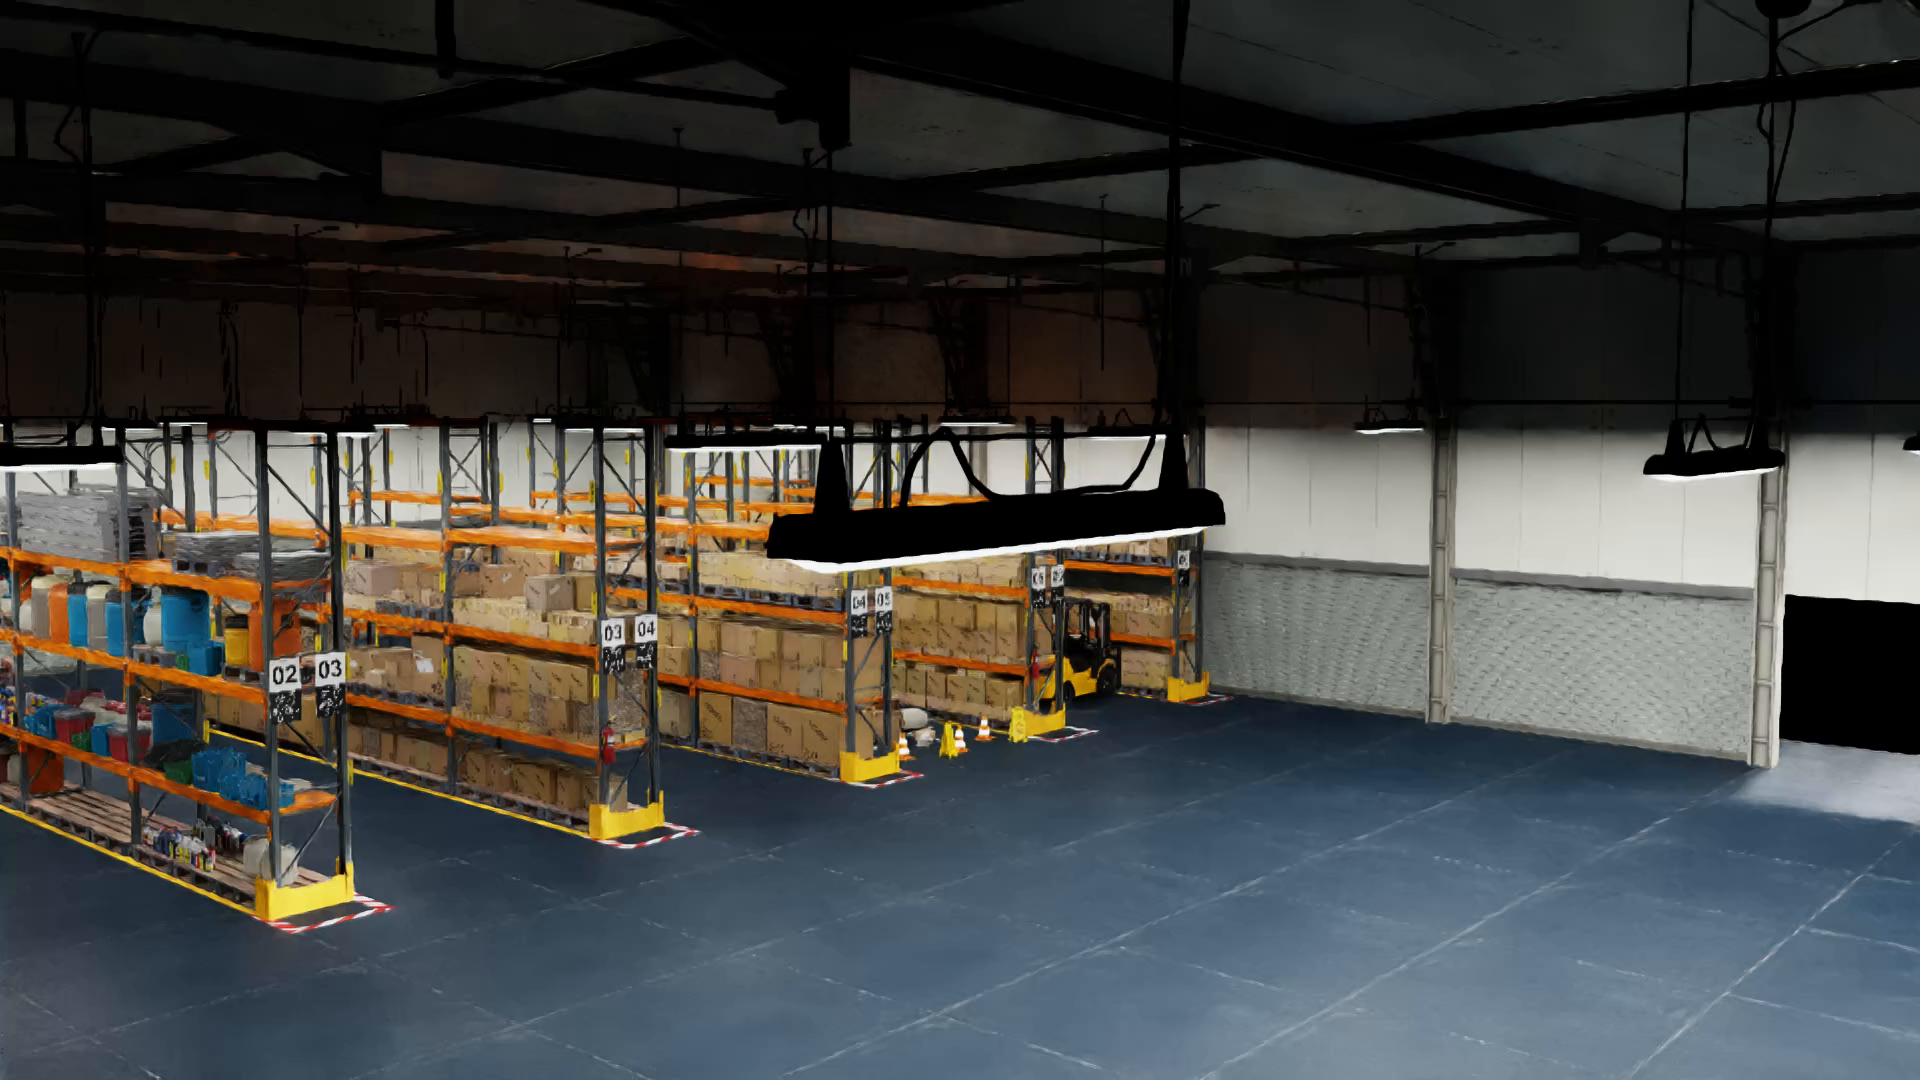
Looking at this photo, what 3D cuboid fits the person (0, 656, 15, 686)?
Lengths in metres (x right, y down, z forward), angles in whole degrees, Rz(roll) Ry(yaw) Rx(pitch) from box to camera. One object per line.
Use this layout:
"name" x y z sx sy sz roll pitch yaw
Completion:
"person" -17.337 2.958 30.157 0.857 1.719 0.716 2 5 21
